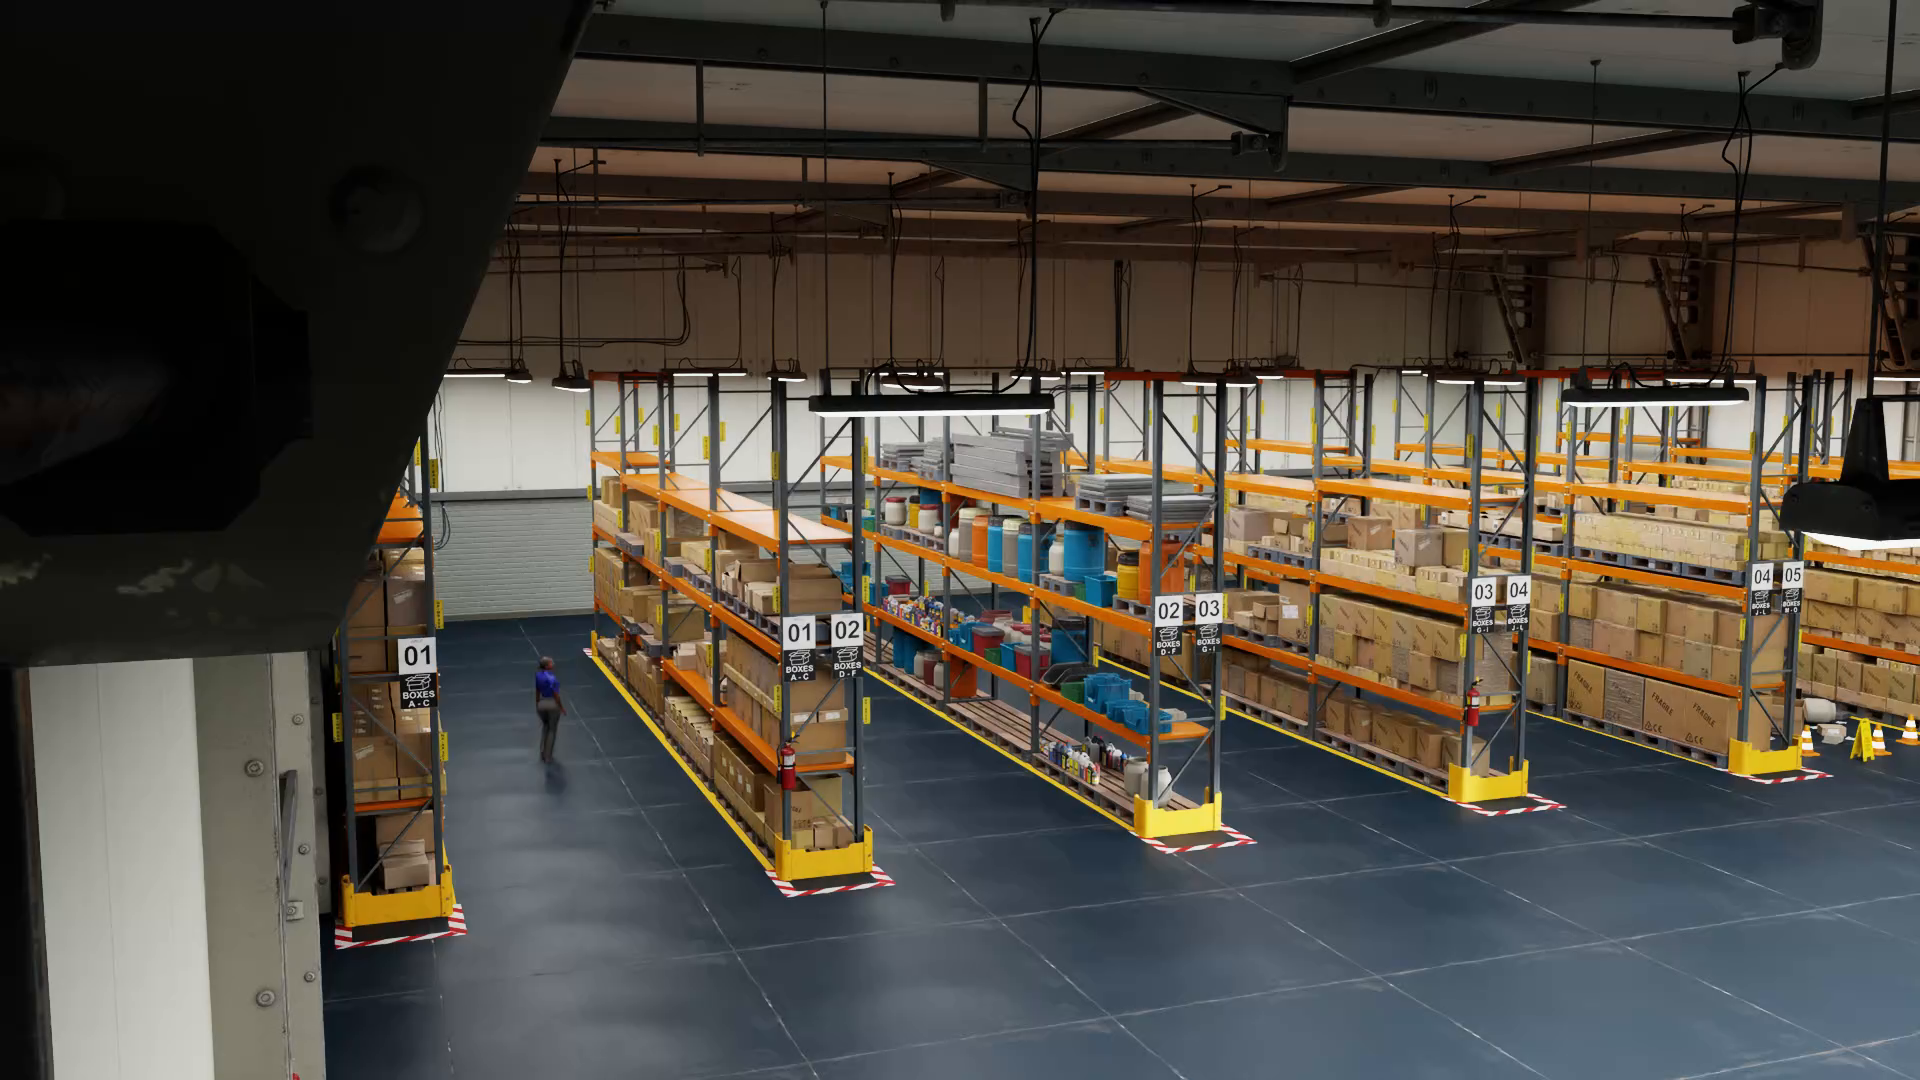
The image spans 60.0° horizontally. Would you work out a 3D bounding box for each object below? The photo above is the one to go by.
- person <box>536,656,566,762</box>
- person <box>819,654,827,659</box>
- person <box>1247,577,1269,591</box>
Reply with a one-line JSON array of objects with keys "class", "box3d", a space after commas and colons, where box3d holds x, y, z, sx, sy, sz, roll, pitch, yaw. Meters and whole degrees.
[{"class": "person", "box3d": [-6.372, 2.630, 25.878, 0.490, 1.688, 0.462, 2, 7, 17]}, {"class": "person", "box3d": [-2.694, 2.130, 29.615, 0.656, 1.716, 1.054, -3, 7, -28]}, {"class": "person", "box3d": [7.808, 0.569, 43.824, 0.633, 1.727, 0.858, 5, 8, 36]}]
